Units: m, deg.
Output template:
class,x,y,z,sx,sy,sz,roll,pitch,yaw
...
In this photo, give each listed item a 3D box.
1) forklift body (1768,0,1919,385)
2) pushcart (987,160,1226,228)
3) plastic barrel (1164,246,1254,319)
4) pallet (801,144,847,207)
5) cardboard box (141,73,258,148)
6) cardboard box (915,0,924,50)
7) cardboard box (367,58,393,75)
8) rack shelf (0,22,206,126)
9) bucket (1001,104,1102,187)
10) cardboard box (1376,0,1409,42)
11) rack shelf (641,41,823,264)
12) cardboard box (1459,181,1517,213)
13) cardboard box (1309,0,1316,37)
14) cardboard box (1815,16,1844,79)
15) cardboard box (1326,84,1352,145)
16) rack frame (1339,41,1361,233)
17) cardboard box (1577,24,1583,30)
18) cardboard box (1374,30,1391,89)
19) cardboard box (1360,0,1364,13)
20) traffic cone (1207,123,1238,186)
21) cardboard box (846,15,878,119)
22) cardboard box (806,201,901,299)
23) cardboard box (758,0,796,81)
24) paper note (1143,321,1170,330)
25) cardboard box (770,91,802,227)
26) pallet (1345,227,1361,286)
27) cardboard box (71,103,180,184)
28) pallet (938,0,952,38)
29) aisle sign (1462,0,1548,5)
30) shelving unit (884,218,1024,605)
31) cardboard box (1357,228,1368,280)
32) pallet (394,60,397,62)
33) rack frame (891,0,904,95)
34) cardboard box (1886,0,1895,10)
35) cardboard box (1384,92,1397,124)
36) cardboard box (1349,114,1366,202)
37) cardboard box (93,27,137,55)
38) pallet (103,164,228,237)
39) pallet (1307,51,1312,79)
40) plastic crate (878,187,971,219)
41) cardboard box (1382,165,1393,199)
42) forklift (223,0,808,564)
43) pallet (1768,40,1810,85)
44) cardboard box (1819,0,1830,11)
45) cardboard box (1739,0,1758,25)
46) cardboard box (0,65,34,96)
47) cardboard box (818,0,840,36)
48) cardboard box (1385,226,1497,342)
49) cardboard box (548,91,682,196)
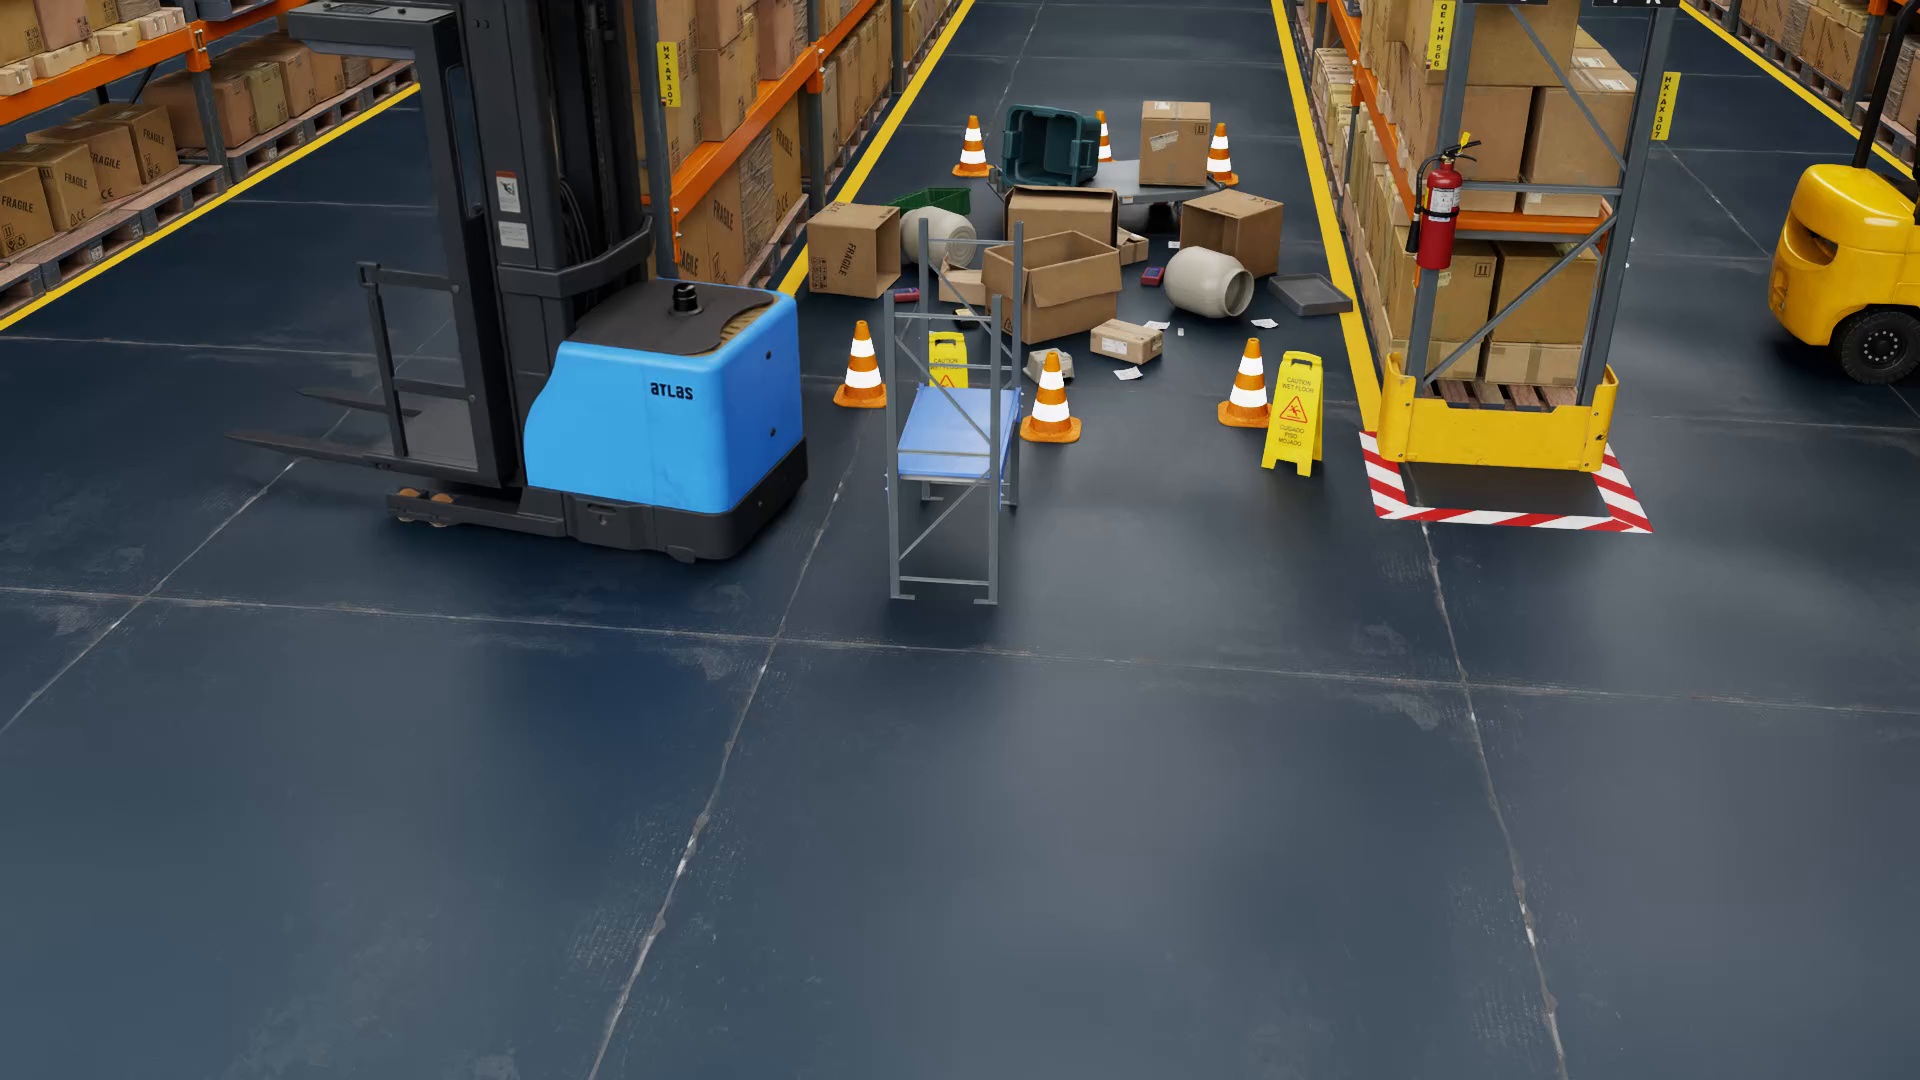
class,x,y,z,sx,sy,sz,roll,pitch,yaw
forklift body,6.233,-2.100,9.881,2.313,2.155,1.214,3,28,6
pushcart,1.106,-2.599,12.677,1.648,0.377,0.936,-6,29,-11
plastic barrel,1.635,-1.688,10.937,0.421,0.421,0.512,-24,36,-37
pallet,-1.531,-3.025,13.642,1.003,0.211,1.213,3,28,6
cardboard box,-6.364,-3.602,13.945,0.700,0.500,0.500,1,28,2
cardboard box,-0.662,-5.407,17.317,0.500,0.500,0.500,4,29,7
cardboard box,-6.033,-4.880,16.318,0.700,0.500,0.500,2,28,4
rack shelf,-6.706,-2.963,11.345,1.077,0.370,4.000,3,28,6
bucket,0.721,-2.915,12.347,0.726,0.611,0.620,14,21,24
cardboard box,2.760,-3.114,9.395,0.700,0.500,0.500,3,28,6
rack shelf,-1.796,-2.627,10.722,1.077,0.370,4.000,3,28,6
cardboard box,2.718,-1.840,8.767,0.380,0.149,0.250,4,29,8
cardboard box,4.255,-5.938,17.907,0.875,0.875,0.875,4,29,8
cardboard box,8.702,-4.772,16.138,0.500,0.500,0.500,3,28,5
cardboard box,3.605,-3.586,14.071,0.950,0.372,0.625,4,29,8
rack frame,3.375,-3.645,11.853,1.000,3.000,0.127,3,28,6
cardboard box,3.393,-2.868,9.991,0.500,0.500,0.500,3,28,5
cardboard box,2.931,-3.156,10.526,0.500,0.500,0.500,3,28,6
cardboard box,3.164,-3.977,12.292,0.380,0.149,0.250,4,29,7
traffic cone,2.137,-3.193,13.689,0.336,0.463,0.334,3,28,6
cardboard box,-1.328,-4.269,14.941,1.050,0.750,0.750,4,29,7
cardboard box,-0.722,-1.995,11.424,0.500,0.500,0.500,8,29,15
cardboard box,-1.629,-3.516,11.456,0.875,0.550,0.550,3,28,6
paper note,1.278,-1.402,10.831,0.148,0.019,0.142,14,31,24
cardboard box,-1.697,-2.842,12.161,0.875,0.875,0.875,4,29,7
pallet,3.327,-2.099,11.924,1.003,0.211,1.213,3,28,6
cardboard box,-6.550,-3.119,13.070,0.500,0.500,0.500,3,28,5
pallet,-0.664,-6.056,19.269,1.003,0.211,1.213,3,28,6
aisle sign,2.589,-2.894,7.719,0.394,0.787,0.004,3,28,6
shelving unit,-0.010,-0.620,7.820,0.538,1.500,1.048,3,28,6
cardboard box,2.918,-1.855,10.988,0.500,0.250,0.500,3,28,6
pallet,-5.799,-5.243,17.759,1.003,0.211,1.213,3,28,6
rack frame,-1.060,-5.768,15.793,1.000,3.000,0.127,3,28,6
cardboard box,9.300,-5.206,16.260,0.380,0.149,0.250,2,28,4
cardboard box,2.848,-2.683,10.332,0.380,0.149,0.250,3,28,6
cardboard box,3.034,-2.687,11.741,0.500,0.500,0.500,5,29,9
cardboard box,-6.246,-3.636,12.102,0.380,0.149,0.250,3,28,6
pallet,-6.508,-2.675,12.993,1.003,0.211,1.213,3,28,6
pallet,4.036,-4.667,16.690,1.003,0.211,1.213,3,28,6
plastic crate,-0.272,-2.514,12.659,0.450,0.188,0.662,9,28,37
cardboard box,2.770,-2.163,10.084,0.380,0.149,0.250,5,29,8
forklift,-2.371,-1.579,8.091,3.031,2.935,1.130,9,30,16
pallet,9.072,-4.935,17.188,1.003,0.211,1.213,3,28,6
cardboard box,8.787,-5.349,16.525,0.380,0.149,0.250,3,28,5
cardboard box,8.999,-5.994,18.405,0.500,0.500,0.500,5,29,8
cardboard box,-6.399,-3.048,11.010,0.380,0.149,0.250,3,28,6
cardboard box,-1.219,-4.161,12.705,0.500,0.500,0.500,4,29,7
cardboard box,2.724,-1.459,9.461,0.500,0.500,0.500,4,29,7
cardboard box,-2.040,-2.245,9.097,0.875,0.550,0.550,3,28,6
